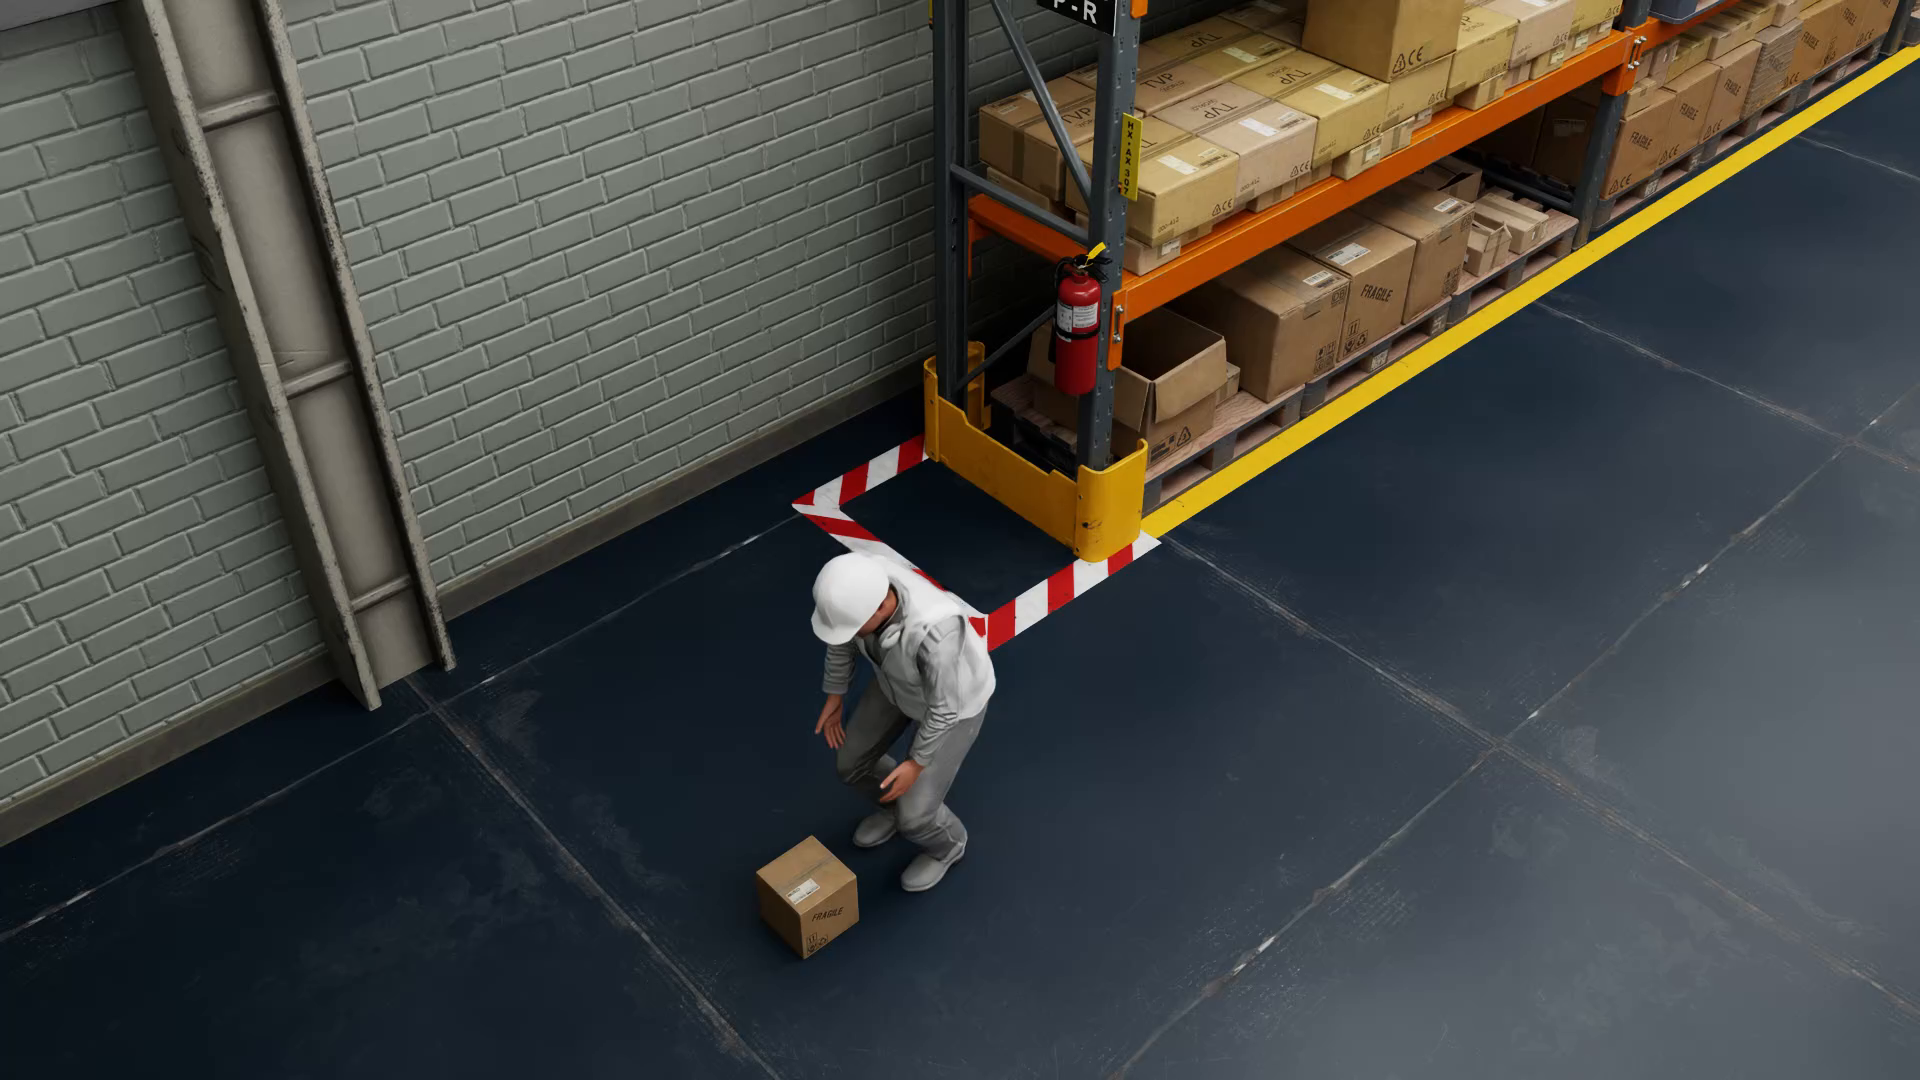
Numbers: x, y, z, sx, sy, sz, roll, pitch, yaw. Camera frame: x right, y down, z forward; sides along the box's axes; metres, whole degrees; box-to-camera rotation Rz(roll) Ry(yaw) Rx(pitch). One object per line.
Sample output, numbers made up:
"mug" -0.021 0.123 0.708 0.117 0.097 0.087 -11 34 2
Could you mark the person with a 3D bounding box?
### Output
"person" -0.190 0.576 5.613 0.663 1.559 0.588 -30 48 -31
